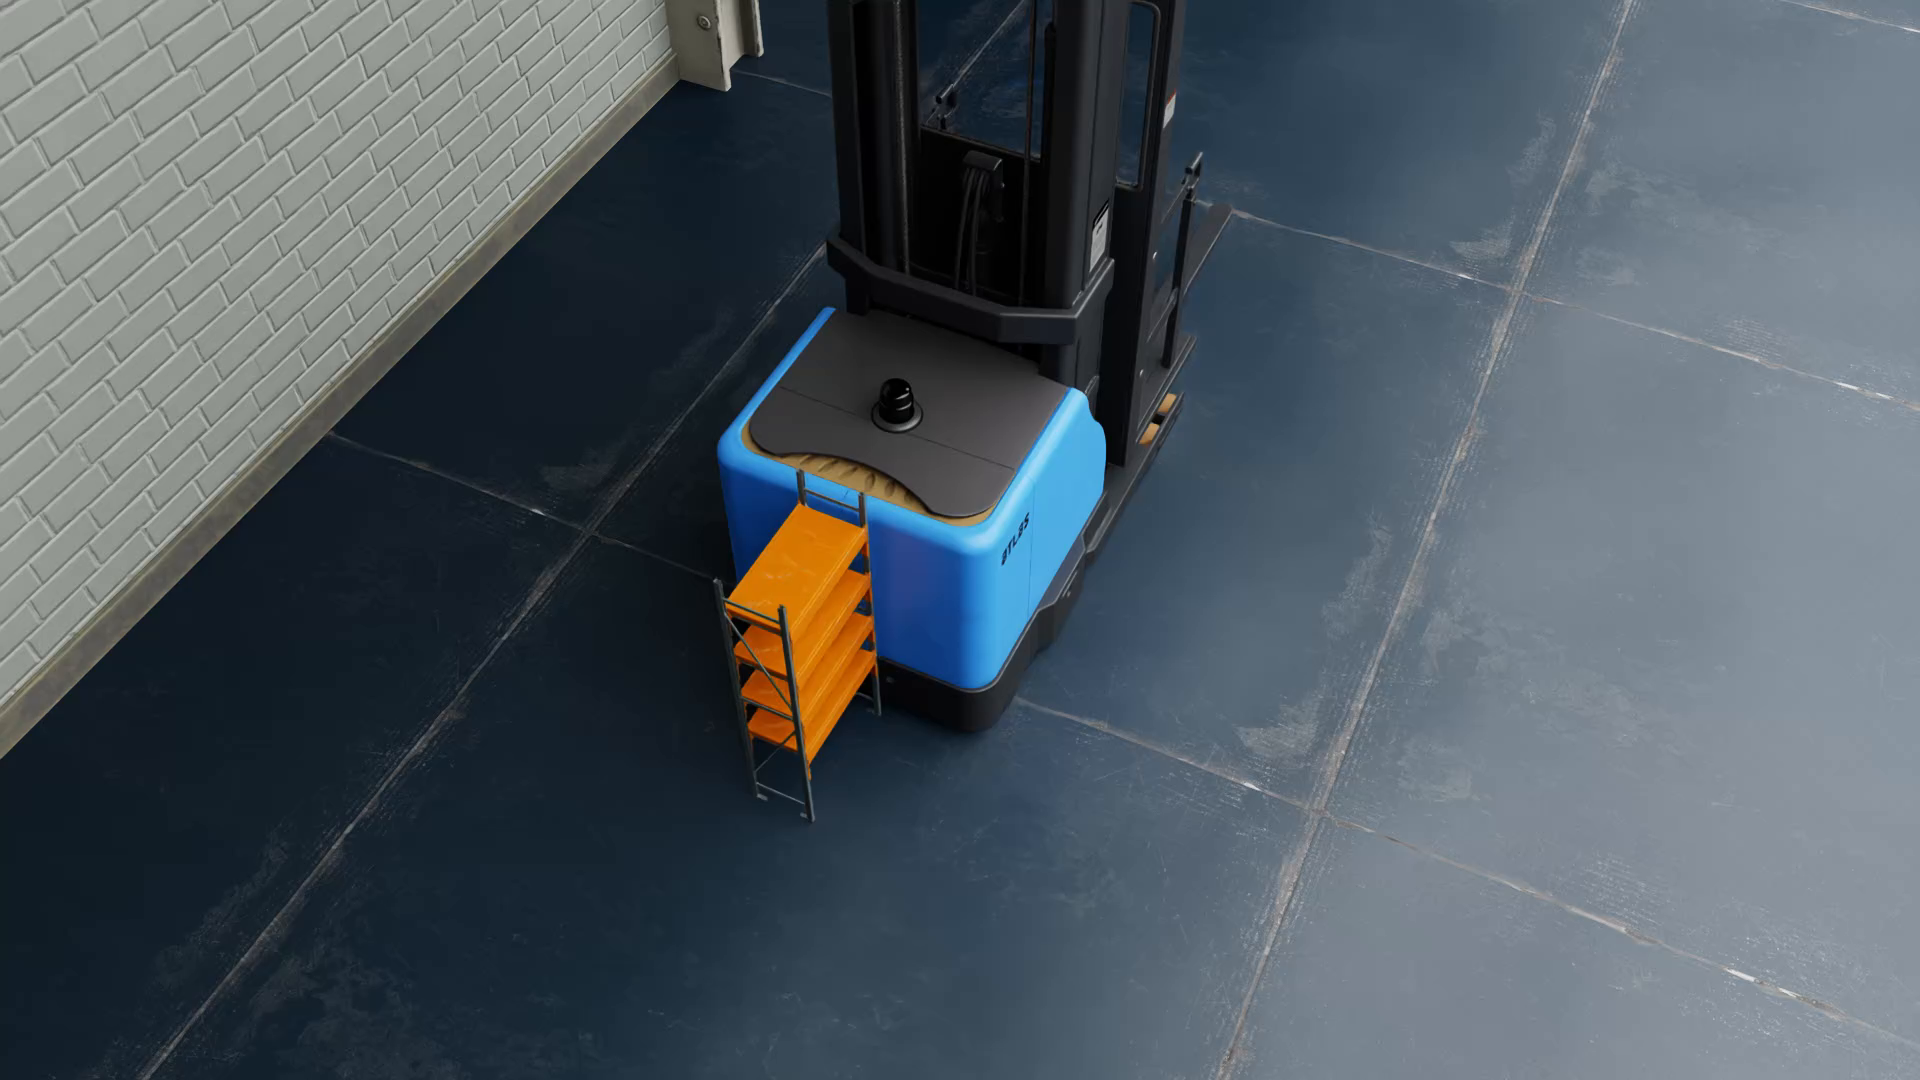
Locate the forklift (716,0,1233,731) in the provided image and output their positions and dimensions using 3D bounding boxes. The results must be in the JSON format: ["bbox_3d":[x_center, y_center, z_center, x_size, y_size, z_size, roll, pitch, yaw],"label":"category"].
[{"bbox_3d":[0.279,-1.409,5.840,1.130,2.935,3.031,20,53,16],"label":"forklift"}]

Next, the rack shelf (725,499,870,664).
[{"bbox_3d":[-0.507,0.123,5.154,0.258,0.148,0.480,21,53,17],"label":"rack shelf"}]

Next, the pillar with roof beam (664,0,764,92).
[{"bbox_3d":[2.639,-3.998,4.059,9.100,9.000,0.400,20,52,16],"label":"pillar with roof beam"}]

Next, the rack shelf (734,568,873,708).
[{"bbox_3d":[-0.506,0.275,5.336,0.258,0.148,0.480,21,53,17],"label":"rack shelf"}]

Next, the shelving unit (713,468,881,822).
[{"bbox_3d":[-0.506,0.375,5.455,0.258,1.200,0.503,21,53,17],"label":"shelving unit"}]

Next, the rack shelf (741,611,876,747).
[{"bbox_3d":[-0.506,0.419,5.507,0.258,0.148,0.480,21,53,17],"label":"rack shelf"}]

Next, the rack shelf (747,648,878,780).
[{"bbox_3d":[-0.505,0.546,5.659,0.258,0.148,0.480,21,53,17],"label":"rack shelf"}]

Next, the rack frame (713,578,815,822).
[{"bbox_3d":[-0.614,0.543,5.315,0.240,1.200,0.015,21,53,17],"label":"rack frame"}]

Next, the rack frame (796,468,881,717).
[{"bbox_3d":[-0.398,0.208,5.596,0.240,1.200,0.015,21,53,17],"label":"rack frame"}]
